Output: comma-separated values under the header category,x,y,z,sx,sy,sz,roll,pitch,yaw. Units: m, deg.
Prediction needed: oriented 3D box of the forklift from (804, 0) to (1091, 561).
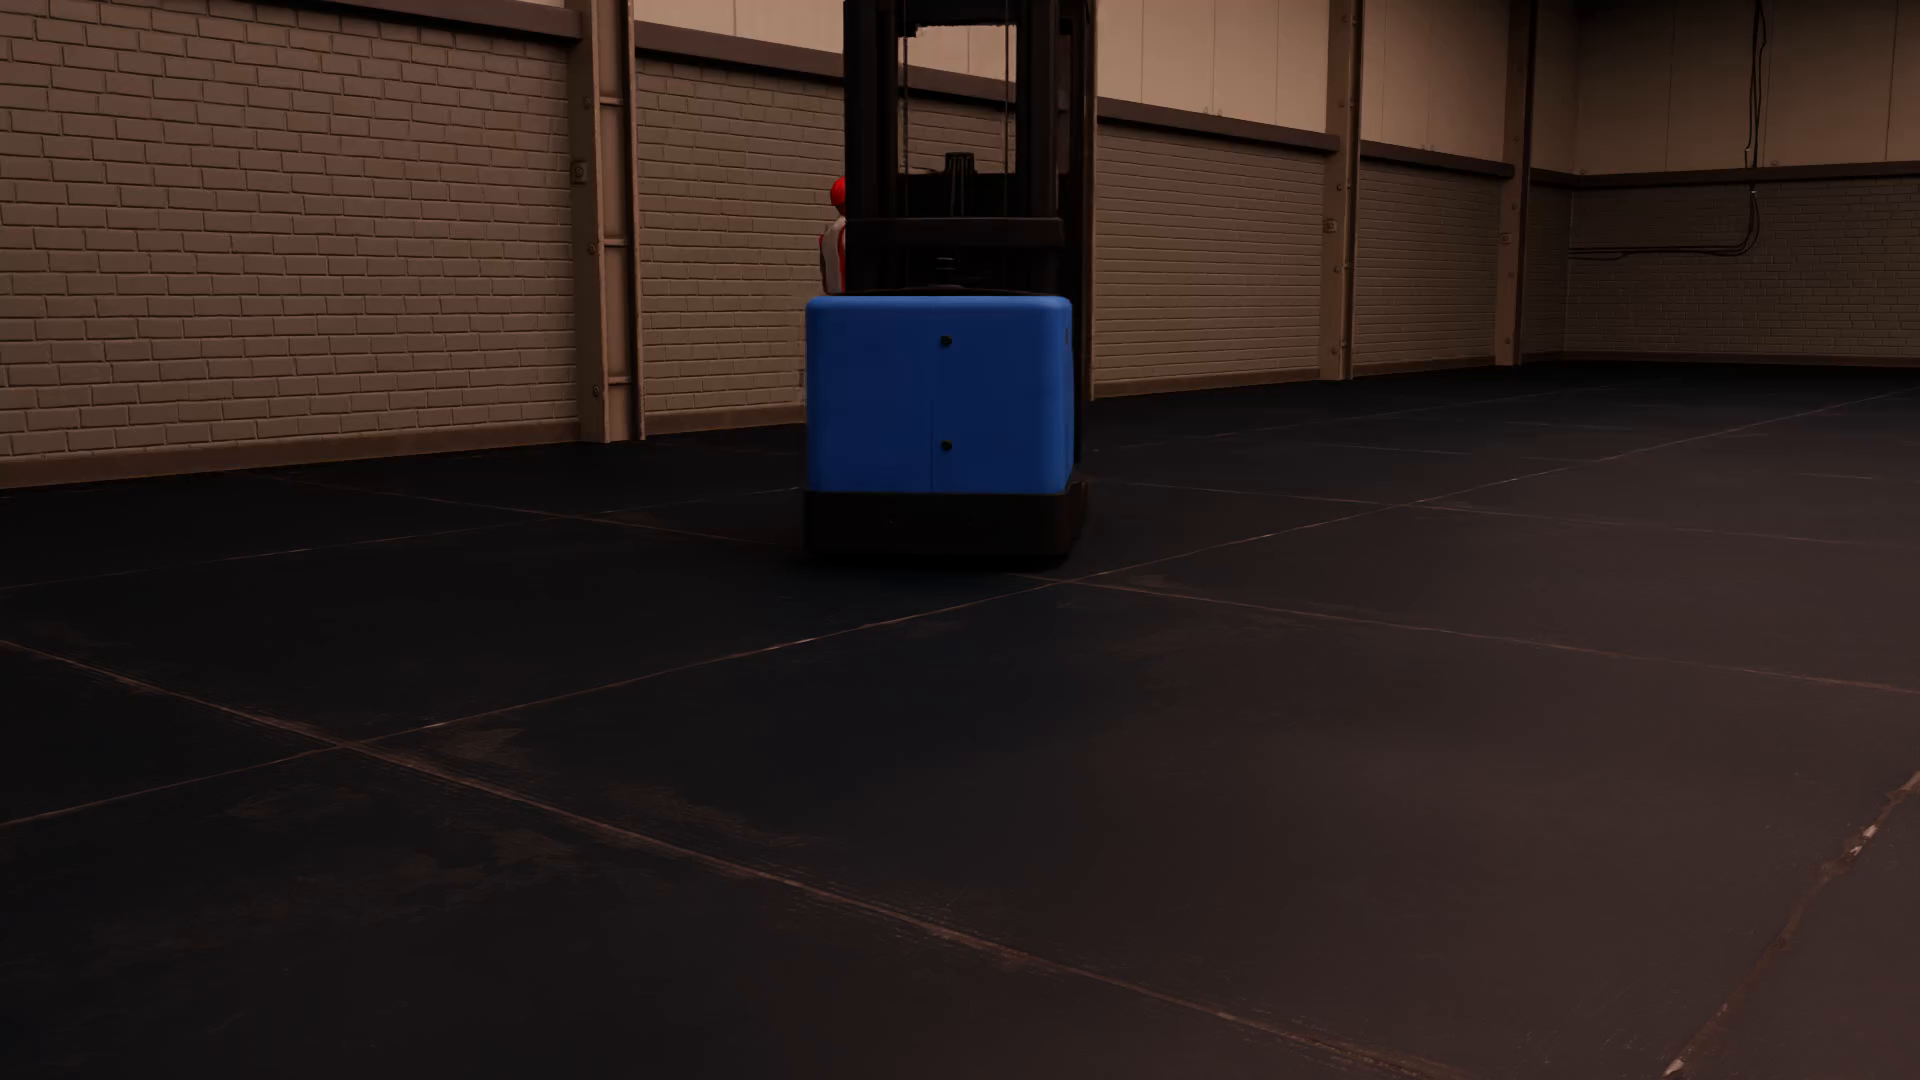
category,x,y,z,sx,sy,sz,roll,pitch,yaw
forklift,0.047,-1.542,7.817,1.130,2.935,3.031,1,8,6

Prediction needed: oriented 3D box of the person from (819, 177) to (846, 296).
category,x,y,z,sx,sy,sz,roll,pitch,yaw
person,-0.544,-1.328,10.252,0.565,1.788,0.641,-5,10,-32
